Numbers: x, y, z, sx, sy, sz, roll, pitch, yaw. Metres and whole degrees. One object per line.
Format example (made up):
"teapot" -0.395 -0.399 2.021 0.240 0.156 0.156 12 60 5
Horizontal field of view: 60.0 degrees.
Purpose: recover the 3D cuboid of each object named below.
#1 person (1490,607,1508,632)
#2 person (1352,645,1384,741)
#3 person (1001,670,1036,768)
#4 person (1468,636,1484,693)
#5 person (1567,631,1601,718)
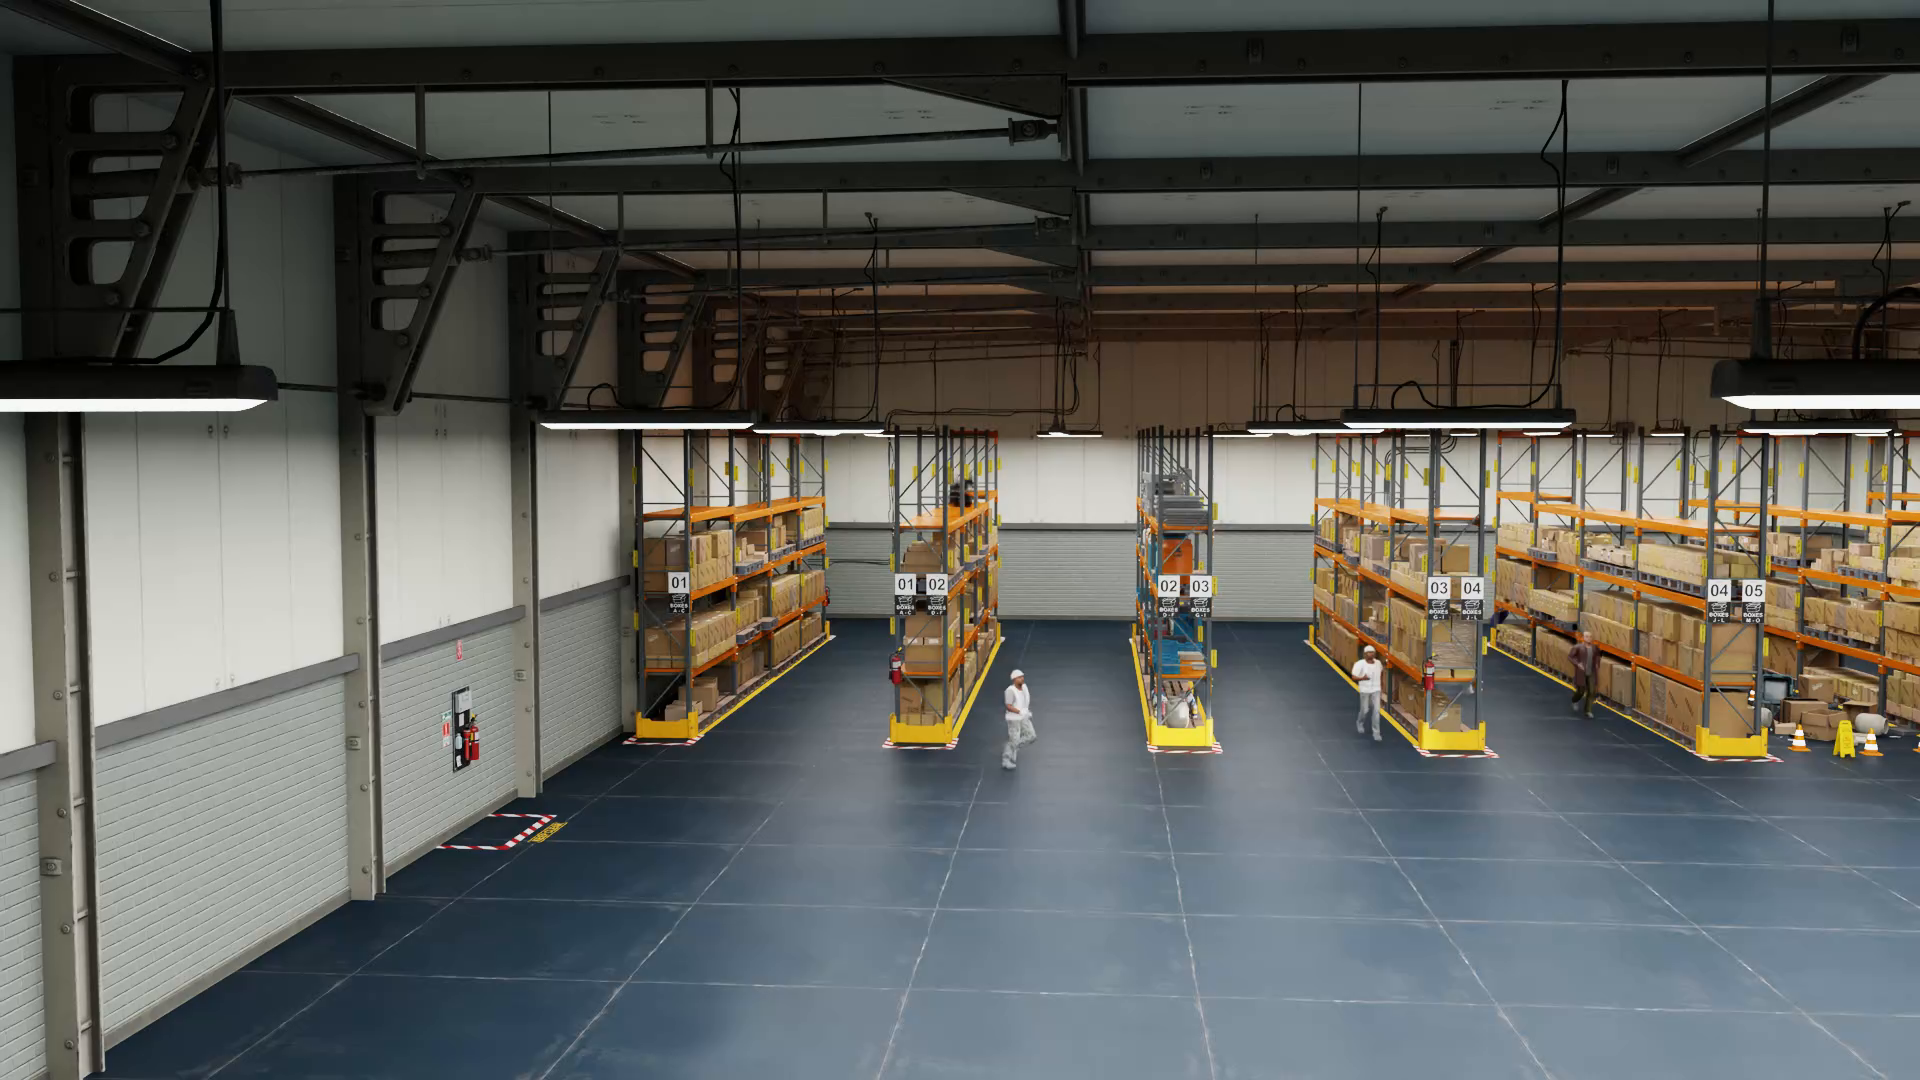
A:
"person" 15.428 2.102 47.365 0.533 1.596 0.640 -1 4 -15
"person" 7.830 2.894 31.787 0.700 1.762 0.935 0 3 -5
"person" 1.049 3.110 28.894 0.694 1.732 0.712 3 4 39
"person" 11.613 2.588 37.776 0.565 1.668 0.948 0 3 3
"person" 12.939 2.762 34.400 0.725 1.757 0.913 0 3 -2
